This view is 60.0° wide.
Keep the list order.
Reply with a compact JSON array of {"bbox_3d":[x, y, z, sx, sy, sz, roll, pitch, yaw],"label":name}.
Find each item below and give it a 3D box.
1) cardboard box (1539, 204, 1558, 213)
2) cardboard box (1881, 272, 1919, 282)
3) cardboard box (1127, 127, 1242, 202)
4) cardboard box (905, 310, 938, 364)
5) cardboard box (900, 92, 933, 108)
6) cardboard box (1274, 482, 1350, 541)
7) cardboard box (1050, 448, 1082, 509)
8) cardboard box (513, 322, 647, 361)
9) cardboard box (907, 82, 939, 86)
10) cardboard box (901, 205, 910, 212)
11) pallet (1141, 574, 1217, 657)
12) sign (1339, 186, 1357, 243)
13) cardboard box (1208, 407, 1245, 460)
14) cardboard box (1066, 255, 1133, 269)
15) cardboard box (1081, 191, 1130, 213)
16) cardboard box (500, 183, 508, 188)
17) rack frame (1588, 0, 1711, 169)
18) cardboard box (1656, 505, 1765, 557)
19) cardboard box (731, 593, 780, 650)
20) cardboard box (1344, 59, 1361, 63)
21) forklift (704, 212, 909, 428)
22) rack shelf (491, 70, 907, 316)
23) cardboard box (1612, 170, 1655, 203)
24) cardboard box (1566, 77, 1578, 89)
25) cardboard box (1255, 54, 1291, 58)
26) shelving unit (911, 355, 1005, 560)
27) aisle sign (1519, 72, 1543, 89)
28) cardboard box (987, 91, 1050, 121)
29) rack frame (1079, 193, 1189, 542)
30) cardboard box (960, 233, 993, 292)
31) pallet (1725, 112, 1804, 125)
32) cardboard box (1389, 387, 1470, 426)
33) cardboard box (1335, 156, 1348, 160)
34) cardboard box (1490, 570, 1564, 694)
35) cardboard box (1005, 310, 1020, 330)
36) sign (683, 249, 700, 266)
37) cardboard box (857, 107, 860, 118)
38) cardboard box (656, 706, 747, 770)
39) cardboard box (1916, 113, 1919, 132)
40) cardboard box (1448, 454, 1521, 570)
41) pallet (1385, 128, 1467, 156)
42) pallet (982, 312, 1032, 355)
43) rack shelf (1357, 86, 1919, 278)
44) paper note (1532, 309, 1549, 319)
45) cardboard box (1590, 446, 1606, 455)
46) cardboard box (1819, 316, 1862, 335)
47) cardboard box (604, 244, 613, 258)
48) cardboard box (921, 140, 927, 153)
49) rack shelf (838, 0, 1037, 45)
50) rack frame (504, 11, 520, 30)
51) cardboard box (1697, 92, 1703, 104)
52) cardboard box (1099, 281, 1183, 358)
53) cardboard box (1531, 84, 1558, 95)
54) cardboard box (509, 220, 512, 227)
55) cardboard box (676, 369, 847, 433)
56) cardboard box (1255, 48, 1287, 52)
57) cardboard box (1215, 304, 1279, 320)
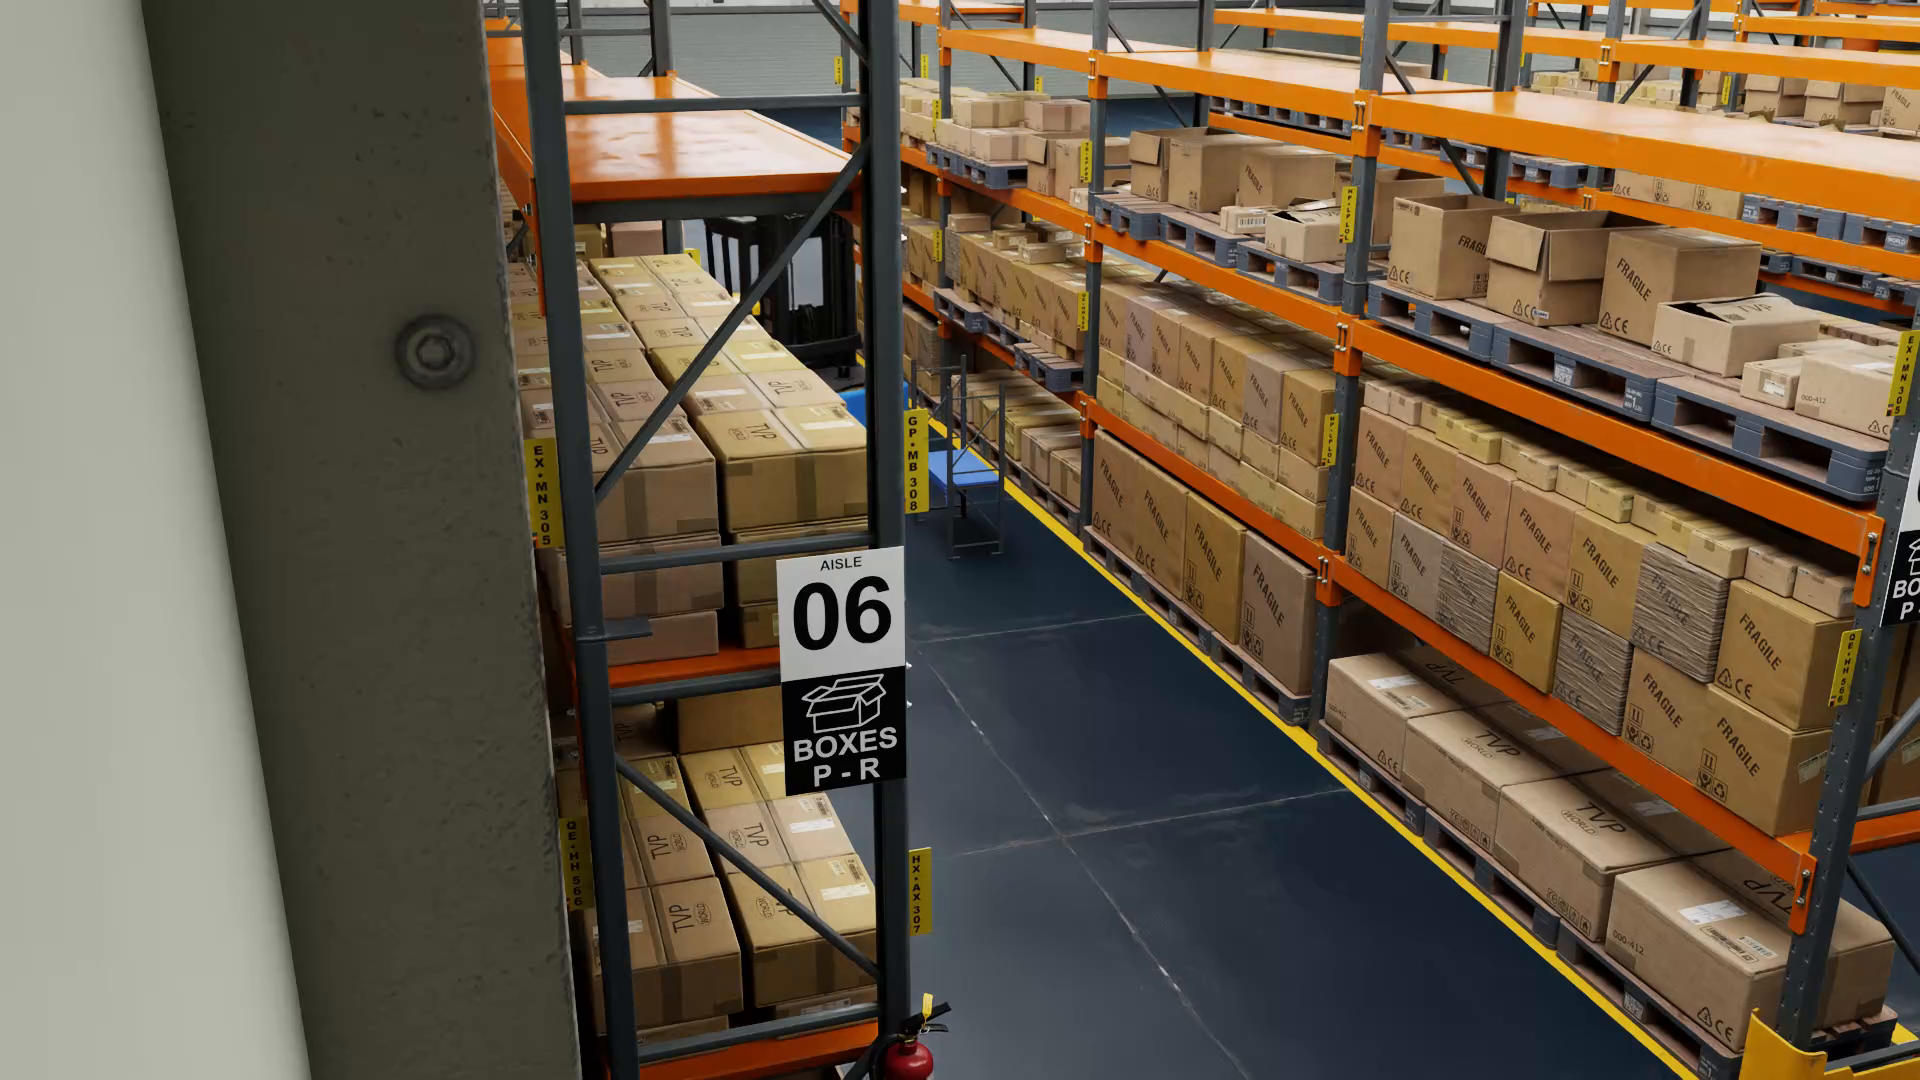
[{"bbox_3d":[8.419,-4.673,23.502,0.380,0.149,0.250,-6,21,-17],"label":"cardboard box"},{"bbox_3d":[10.467,-3.087,17.946,0.700,0.500,0.500,-3,20,-9],"label":"cardboard box"},{"bbox_3d":[1.799,-3.005,13.274,0.797,0.503,0.637,-8,21,-21],"label":"cardboard box"},{"bbox_3d":[-0.322,-2.317,18.906,0.500,0.500,0.500,-6,21,-16],"label":"cardboard box"},{"bbox_3d":[-0.498,-4.892,18.494,0.380,0.149,0.250,-6,21,-17],"label":"cardboard box"},{"bbox_3d":[2.414,-0.215,10.940,0.500,0.250,0.500,-7,21,-18],"label":"cardboard box"},{"bbox_3d":[1.369,-0.595,15.043,0.950,0.372,0.625,-8,21,-21],"label":"cardboard box"},{"bbox_3d":[-1.530,-0.680,6.618,0.500,0.250,0.500,-6,21,-17],"label":"cardboard box"},{"bbox_3d":[-0.417,-5.357,19.789,0.380,0.149,0.250,-6,21,-17],"label":"cardboard box"},{"bbox_3d":[-0.764,-3.696,19.821,0.500,0.500,0.500,-7,21,-18],"label":"cardboard box"},{"bbox_3d":[2.093,0.512,12.819,1.003,0.211,1.213,-6,21,-17],"label":"pallet"},{"bbox_3d":[2.283,-1.911,9.772,0.100,0.325,0.005,-6,21,-17],"label":"sign"},{"bbox_3d":[2.093,-0.774,11.757,0.500,0.250,0.500,-6,21,-16],"label":"cardboard box"},{"bbox_3d":[1.272,-2.342,15.430,0.500,0.500,0.500,-6,21,-16],"label":"cardboard box"},{"bbox_3d":[1.239,-2.824,13.917,0.380,0.149,0.250,-6,21,-17],"label":"cardboard box"},{"bbox_3d":[-3.268,-2.360,11.445,0.380,0.149,0.250,-6,21,-17],"label":"cardboard box"},{"bbox_3d":[6.205,-4.834,14.703,1.000,3.000,0.127,-6,21,-17],"label":"rack frame"},{"bbox_3d":[3.445,-0.040,7.643,0.380,0.149,0.250,-6,21,-16],"label":"cardboard box"},{"bbox_3d":[-0.538,0.223,5.432,0.380,0.149,0.250,-6,21,-16],"label":"cardboard box"},{"bbox_3d":[4.834,-5.687,19.939,0.380,0.149,0.250,-6,21,-17],"label":"cardboard box"},{"bbox_3d":[-1.754,-2.141,16.182,1.130,2.935,3.031,-14,24,-35],"label":"forklift"},{"bbox_3d":[-1.288,-1.481,6.438,1.077,0.370,4.000,-6,21,-17],"label":"rack shelf"},{"bbox_3d":[6.132,-3.258,14.604,0.500,0.500,0.500,-6,21,-17],"label":"cardboard box"},{"bbox_3d":[8.502,-6.232,22.664,0.380,0.149,0.250,-6,20,-15],"label":"cardboard box"},{"bbox_3d":[3.892,-5.942,20.649,0.380,0.149,0.250,-7,21,-18],"label":"cardboard box"},{"bbox_3d":[-0.027,-0.733,14.379,0.538,1.500,1.048,-6,21,-17],"label":"shelving unit"},{"bbox_3d":[8.126,-6.284,23.768,0.394,0.787,0.004,-6,21,-17],"label":"aisle sign"},{"bbox_3d":[0.583,-4.337,16.619,0.500,0.250,0.500,-6,21,-16],"label":"cardboard box"},{"bbox_3d":[1.537,-1.452,14.162,1.000,3.000,0.127,-6,21,-17],"label":"rack frame"},{"bbox_3d":[0.313,-2.779,16.647,0.500,0.500,0.500,-6,21,-17],"label":"cardboard box"},{"bbox_3d":[9.781,-4.903,19.609,1.213,0.211,1.003,-6,21,-17],"label":"pallet"},{"bbox_3d":[2.743,-0.782,9.710,0.380,0.149,0.250,-6,21,-16],"label":"cardboard box"},{"bbox_3d":[4.368,-4.516,20.874,0.875,0.550,0.500,-6,21,-17],"label":"cardboard box"},{"bbox_3d":[3.160,0.450,8.717,0.500,0.500,0.500,-6,21,-16],"label":"cardboard box"},{"bbox_3d":[0.649,-2.101,15.718,0.380,0.149,0.250,-7,21,-19],"label":"cardboard box"},{"bbox_3d":[-1.404,-1.355,8.690,0.100,0.325,0.005,-6,21,-17],"label":"sign"},{"bbox_3d":[-0.923,-5.148,19.797,0.500,0.250,0.500,-7,21,-18],"label":"cardboard box"},{"bbox_3d":[-1.048,0.914,7.356,0.500,0.250,0.500,-7,21,-19],"label":"cardboard box"},{"bbox_3d":[10.386,-4.489,17.292,0.500,0.500,0.500,-6,21,-17],"label":"cardboard box"},{"bbox_3d":[3.018,-0.179,8.991,0.500,0.500,0.500,-6,21,-16],"label":"cardboard box"},{"bbox_3d":[5.283,-4.327,18.011,0.805,0.209,1.217,-7,21,-19],"label":"pallet"},{"bbox_3d":[0.876,-1.993,15.951,1.003,0.211,1.213,-6,21,-17],"label":"pallet"},{"bbox_3d":[3.423,-1.823,7.977,1.077,0.370,4.000,-6,21,-17],"label":"rack shelf"},{"bbox_3d":[2.839,-1.108,8.141,0.006,0.032,0.123,-6,21,-17],"label":"paper note"},{"bbox_3d":[3.535,-0.509,8.951,0.380,0.149,0.250,-7,21,-18],"label":"cardboard box"},{"bbox_3d":[7.279,-1.762,13.897,0.380,0.149,0.250,-6,21,-16],"label":"cardboard box"},{"bbox_3d":[-1.745,-1.539,9.128,0.380,0.149,0.250,-6,21,-16],"label":"cardboard box"},{"bbox_3d":[-0.208,-4.268,17.936,0.380,0.149,0.250,-6,21,-17],"label":"cardboard box"},{"bbox_3d":[-0.348,-5.861,18.631,1.077,0.370,4.000,-6,21,-17],"label":"rack shelf"},{"bbox_3d":[-4.431,-5.031,15.250,1.000,3.000,0.127,-6,21,-17],"label":"rack frame"},{"bbox_3d":[9.314,-5.486,20.589,0.380,0.149,0.250,-6,21,-17],"label":"cardboard box"},{"bbox_3d":[1.460,-1.785,13.463,0.500,0.500,0.500,-7,21,-19],"label":"cardboard box"},{"bbox_3d":[8.337,-6.231,23.253,0.500,0.250,0.500,-6,21,-16],"label":"cardboard box"},{"bbox_3d":[-2.479,-1.822,9.917,0.380,0.149,0.250,-6,21,-17],"label":"cardboard box"},{"bbox_3d":[-0.702,-0.407,5.857,0.500,0.250,0.500,-7,21,-18],"label":"cardboard box"},{"bbox_3d":[4.118,-6.419,21.976,0.380,0.149,0.250,-6,21,-17],"label":"cardboard box"},{"bbox_3d":[2.267,-1.508,12.690,0.500,0.500,0.500,-6,21,-17],"label":"cardboard box"}]
